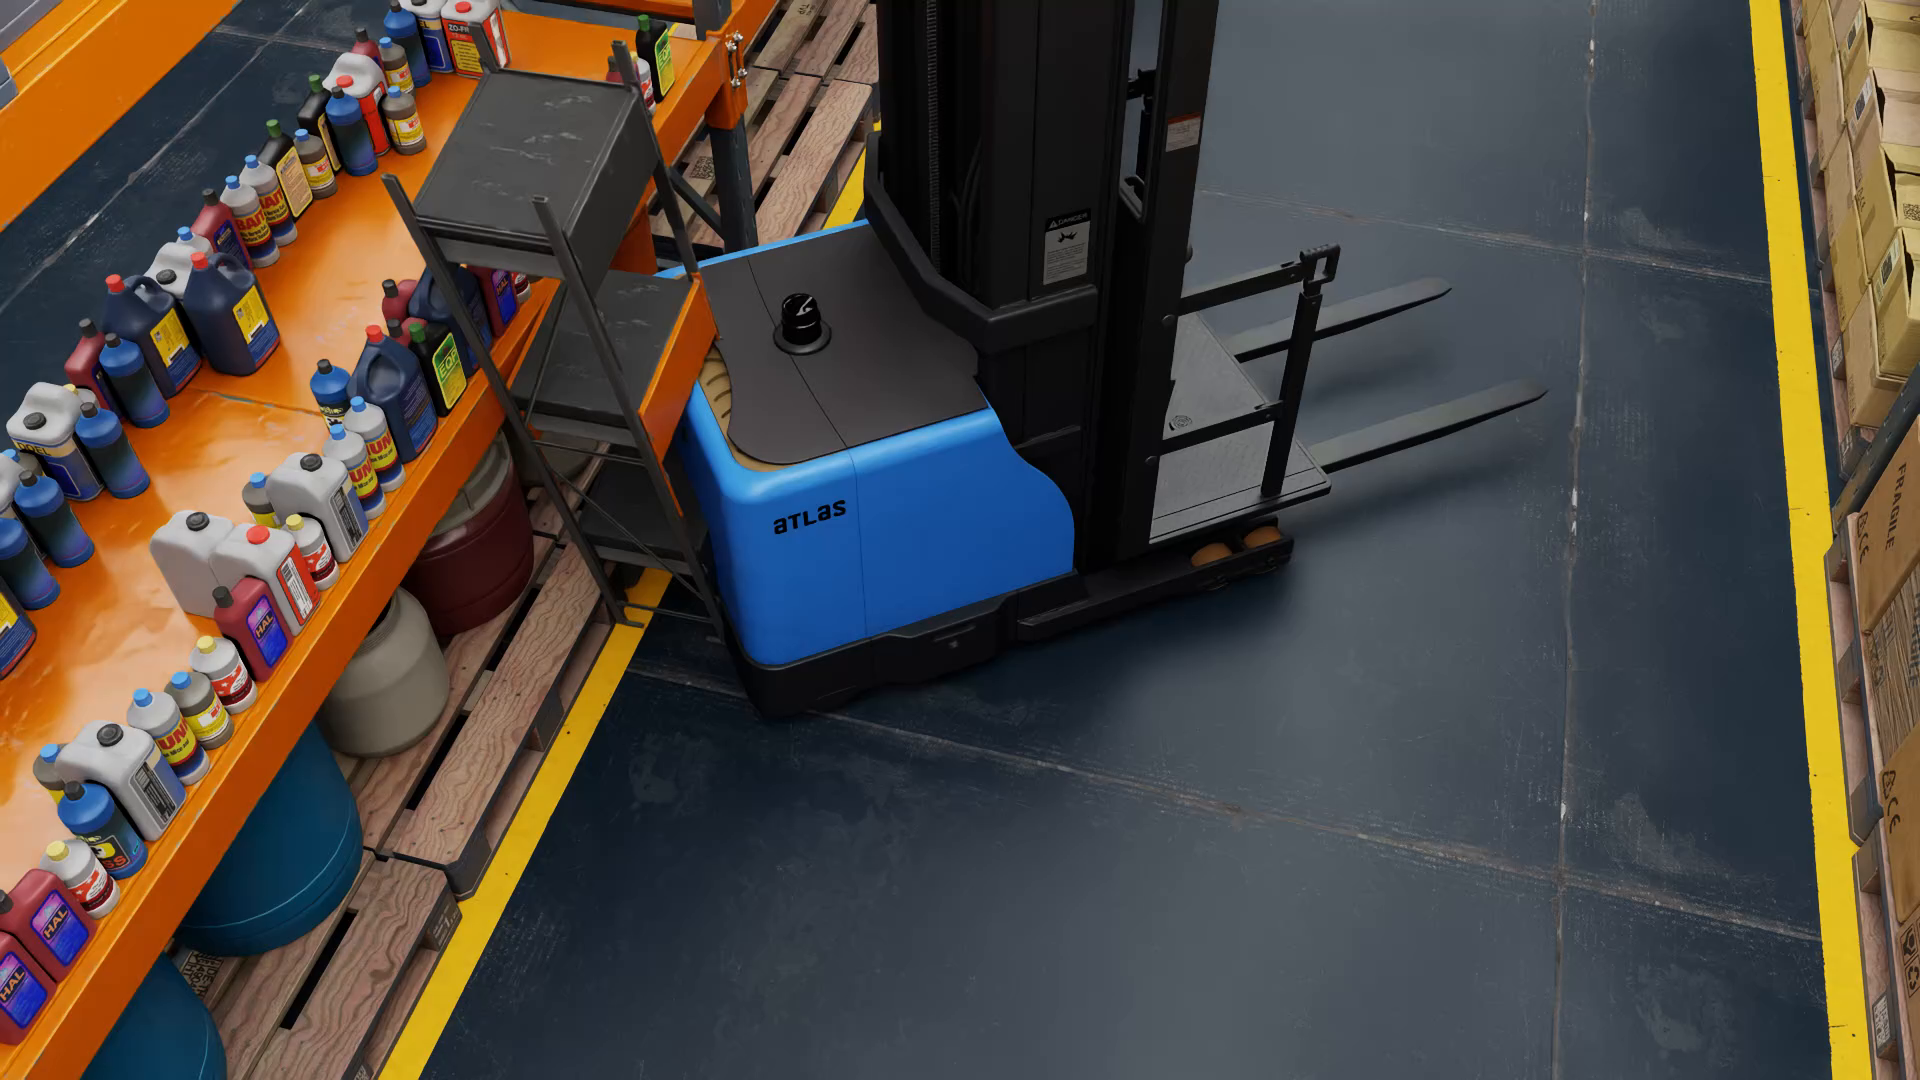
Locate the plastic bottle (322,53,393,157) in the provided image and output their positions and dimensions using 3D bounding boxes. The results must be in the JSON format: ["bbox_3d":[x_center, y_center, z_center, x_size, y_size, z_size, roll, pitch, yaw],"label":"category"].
[{"bbox_3d":[-1.803,-1.306,4.984,0.152,0.276,0.135,12,50,10],"label":"plastic bottle"}]

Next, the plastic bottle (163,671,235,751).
[{"bbox_3d":[-1.640,0.355,3.568,0.097,0.201,0.097,0,49,0],"label":"plastic bottle"}]

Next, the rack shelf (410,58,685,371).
[{"bbox_3d":[-1.000,-0.791,4.072,0.431,0.518,0.480,10,61,11],"label":"rack shelf"}]

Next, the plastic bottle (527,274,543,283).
[{"bbox_3d":[-1.213,-0.819,4.605,0.097,0.201,0.097,0,49,0],"label":"plastic bottle"}]

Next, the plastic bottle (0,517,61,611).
[{"bbox_3d":[-2.162,0.038,3.801,0.097,0.271,0.097,0,49,0],"label":"plastic bottle"}]

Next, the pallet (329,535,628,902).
[{"bbox_3d":[-1.746,0.450,5.212,1.003,0.211,1.213,12,50,10],"label":"pallet"}]

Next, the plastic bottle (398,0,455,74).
[{"bbox_3d":[-1.681,-1.640,5.280,0.152,0.276,0.135,12,50,10],"label":"plastic bottle"}]

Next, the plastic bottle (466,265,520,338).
[{"bbox_3d":[-1.251,-0.689,4.435,0.061,0.283,0.133,12,50,10],"label":"plastic bottle"}]

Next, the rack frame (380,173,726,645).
[{"bbox_3d":[-1.010,-0.234,4.542,0.400,2.100,0.015,10,61,11],"label":"rack frame"}]

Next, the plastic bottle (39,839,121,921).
[{"bbox_3d":[-1.752,0.664,3.296,0.097,0.201,0.097,0,49,0],"label":"plastic bottle"}]

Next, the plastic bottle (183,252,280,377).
[{"bbox_3d":[-1.910,-0.615,4.325,0.144,0.351,0.185,12,50,10],"label":"plastic bottle"}]

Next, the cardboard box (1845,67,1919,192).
[{"bbox_3d":[3.689,-1.534,6.283,0.500,0.311,0.500,11,50,10],"label":"cardboard box"}]

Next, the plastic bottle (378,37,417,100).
[{"bbox_3d":[-1.763,-1.467,5.176,0.097,0.201,0.097,0,49,0],"label":"plastic bottle"}]

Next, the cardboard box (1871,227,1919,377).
[{"bbox_3d":[3.423,-0.793,5.629,0.500,0.311,0.500,13,50,11],"label":"cardboard box"}]

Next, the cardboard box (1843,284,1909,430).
[{"bbox_3d":[3.426,-0.608,5.840,0.500,0.250,0.500,13,50,11],"label":"cardboard box"}]

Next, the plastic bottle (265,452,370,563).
[{"bbox_3d":[-1.514,-0.093,3.915,0.152,0.276,0.135,12,50,10],"label":"plastic bottle"}]

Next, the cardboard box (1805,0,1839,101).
[{"bbox_3d":[3.961,-2.085,7.144,0.500,0.250,0.500,10,49,9],"label":"cardboard box"}]

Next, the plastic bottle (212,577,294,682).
[{"bbox_3d":[-1.566,0.178,3.670,0.061,0.283,0.133,12,50,10],"label":"plastic bottle"}]

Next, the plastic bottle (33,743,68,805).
[{"bbox_3d":[-1.848,0.493,3.447,0.097,0.201,0.097,0,49,0],"label":"plastic bottle"}]

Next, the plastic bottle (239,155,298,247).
[{"bbox_3d":[-1.955,-0.962,4.684,0.097,0.271,0.097,0,49,0],"label":"plastic bottle"}]

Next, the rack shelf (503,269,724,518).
[{"bbox_3d":[-0.948,-0.432,4.671,0.431,0.518,0.480,10,61,11],"label":"rack shelf"}]

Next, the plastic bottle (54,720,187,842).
[{"bbox_3d":[-1.722,0.479,3.409,0.152,0.276,0.135,12,50,10],"label":"plastic bottle"}]

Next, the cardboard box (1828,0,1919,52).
[{"bbox_3d":[3.954,-2.273,6.935,0.500,0.311,0.500,10,49,9],"label":"cardboard box"}]

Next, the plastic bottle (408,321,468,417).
[{"bbox_3d":[-1.335,-0.458,4.232,0.061,0.283,0.133,12,50,10],"label":"plastic bottle"}]

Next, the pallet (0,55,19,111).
[{"bbox_3d":[-2.196,-0.554,2.363,1.213,0.211,1.003,12,50,10],"label":"pallet"}]

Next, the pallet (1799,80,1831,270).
[{"bbox_3d":[4.100,-1.495,6.929,1.003,0.211,1.213,12,50,10],"label":"pallet"}]

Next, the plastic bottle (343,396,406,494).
[{"bbox_3d":[-1.431,-0.241,4.048,0.097,0.271,0.097,0,49,0],"label":"plastic bottle"}]

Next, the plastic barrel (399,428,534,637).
[{"bbox_3d":[-1.665,-0.098,5.164,0.600,0.588,0.708,12,50,10],"label":"plastic barrel"}]

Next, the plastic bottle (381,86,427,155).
[{"bbox_3d":[-1.677,-1.270,5.003,0.097,0.201,0.097,0,49,0],"label":"plastic bottle"}]

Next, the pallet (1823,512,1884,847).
[{"bbox_3d":[3.290,0.505,5.164,1.003,0.211,1.213,12,50,10],"label":"pallet"}]

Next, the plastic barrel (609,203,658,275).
[{"bbox_3d":[-1.368,-0.994,5.794,0.600,0.830,0.708,12,50,10],"label":"plastic barrel"}]

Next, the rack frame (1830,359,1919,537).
[{"bbox_3d":[3.523,-0.950,4.588,1.000,3.000,0.127,12,50,10],"label":"rack frame"}]

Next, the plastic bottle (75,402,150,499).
[{"bbox_3d":[-2.066,-0.227,4.035,0.097,0.271,0.097,0,49,0],"label":"plastic bottle"}]

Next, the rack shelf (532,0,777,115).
[{"bbox_3d":[-0.729,-3.139,7.000,1.077,0.370,4.000,12,50,10],"label":"rack shelf"}]

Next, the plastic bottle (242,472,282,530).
[{"bbox_3d":[-1.639,-0.080,3.952,0.097,0.201,0.097,0,49,0],"label":"plastic bottle"}]

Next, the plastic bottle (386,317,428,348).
[{"bbox_3d":[-1.393,-0.470,4.242,0.061,0.283,0.133,12,50,10],"label":"plastic bottle"}]

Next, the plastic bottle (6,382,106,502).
[{"bbox_3d":[-2.191,-0.239,4.043,0.152,0.276,0.135,12,50,10],"label":"plastic bottle"}]

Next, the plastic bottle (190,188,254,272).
[{"bbox_3d":[-2.029,-0.816,4.547,0.061,0.283,0.133,12,50,10],"label":"plastic bottle"}]

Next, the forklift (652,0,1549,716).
[{"bbox_3d":[0.575,-1.150,4.810,3.031,2.935,1.130,-17,51,-15],"label":"forklift"}]

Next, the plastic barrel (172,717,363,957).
[{"bbox_3d":[-1.962,0.616,4.325,0.600,0.901,0.708,12,50,10],"label":"plastic barrel"}]

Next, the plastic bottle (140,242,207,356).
[{"bbox_3d":[-2.046,-0.637,4.395,0.152,0.276,0.135,12,50,10],"label":"plastic bottle"}]

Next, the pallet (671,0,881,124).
[{"bbox_3d":[-0.691,-2.440,7.763,1.003,0.211,1.213,12,50,10],"label":"pallet"}]

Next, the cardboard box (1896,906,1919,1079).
[{"bbox_3d":[2.725,1.124,4.131,0.500,0.500,0.500,10,49,9],"label":"cardboard box"}]

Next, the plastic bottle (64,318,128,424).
[{"bbox_3d":[-2.174,-0.418,4.196,0.061,0.283,0.133,12,50,10],"label":"plastic bottle"}]

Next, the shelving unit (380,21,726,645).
[{"bbox_3d":[-0.949,-0.439,4.659,0.431,2.100,0.503,10,61,11],"label":"shelving unit"}]

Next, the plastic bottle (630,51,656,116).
[{"bbox_3d":[-0.998,-1.408,5.125,0.097,0.201,0.097,0,49,0],"label":"plastic bottle"}]

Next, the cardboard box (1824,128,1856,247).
[{"bbox_3d":[3.693,-1.345,6.490,0.500,0.250,0.500,13,50,11],"label":"cardboard box"}]

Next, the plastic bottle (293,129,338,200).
[{"bbox_3d":[-1.895,-1.106,4.858,0.097,0.201,0.097,0,49,0],"label":"plastic bottle"}]

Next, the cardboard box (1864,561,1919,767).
[{"bbox_3d":[2.995,0.384,4.784,0.500,0.500,0.500,10,49,9],"label":"cardboard box"}]

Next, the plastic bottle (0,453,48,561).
[{"bbox_3d":[-2.252,-0.072,3.895,0.152,0.276,0.135,12,50,10],"label":"plastic bottle"}]

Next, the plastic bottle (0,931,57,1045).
[{"bbox_3d":[-1.800,0.820,3.103,0.061,0.283,0.133,12,50,10],"label":"plastic bottle"}]
